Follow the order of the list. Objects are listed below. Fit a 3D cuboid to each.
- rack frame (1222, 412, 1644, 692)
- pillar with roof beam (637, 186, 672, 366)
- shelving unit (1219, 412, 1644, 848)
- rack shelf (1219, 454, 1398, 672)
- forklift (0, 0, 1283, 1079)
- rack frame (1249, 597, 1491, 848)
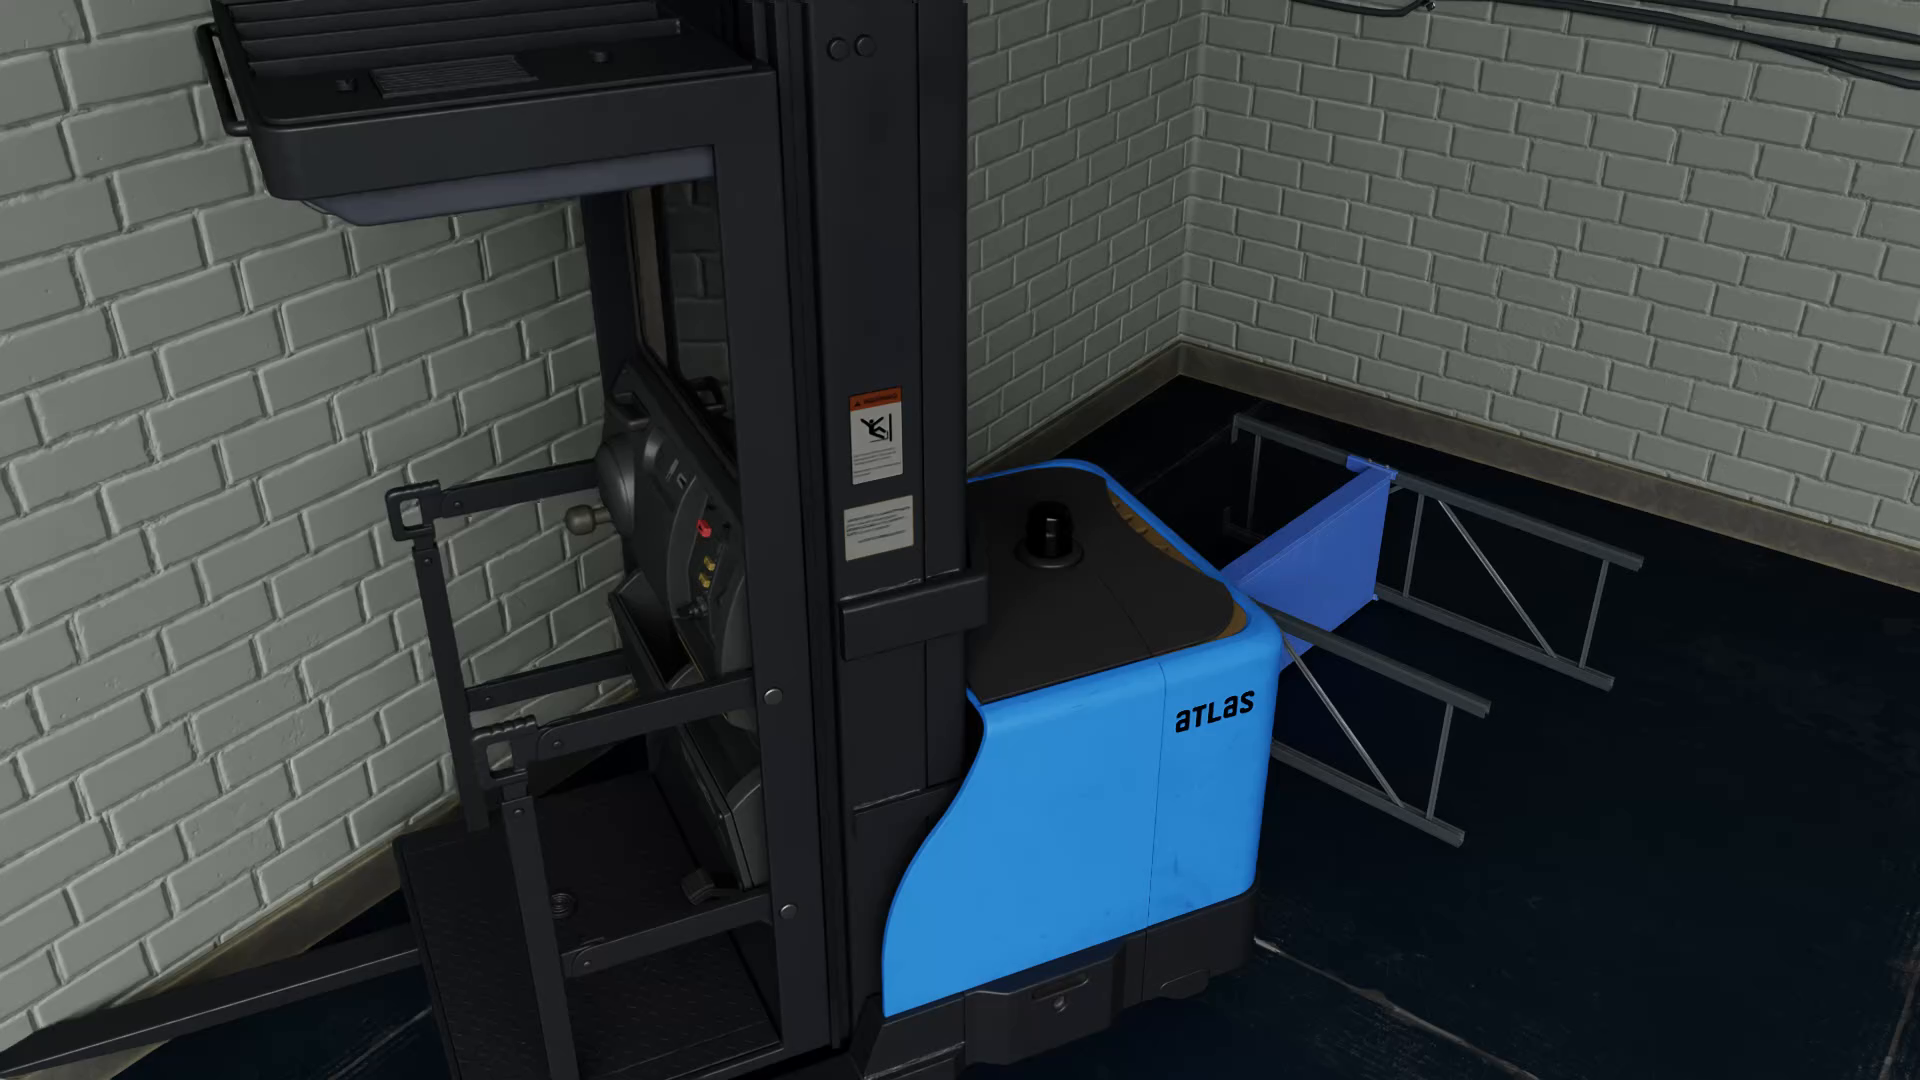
[{"bbox_3d":[1.551,0.015,5.696,1.500,0.500,0.032,25,39,35],"label":"rack frame"},{"bbox_3d":[2.725,-2.052,0.886,9.100,9.000,0.400,21,37,31],"label":"pillar with roof beam"},{"bbox_3d":[1.211,0.208,5.372,1.500,0.538,1.048,25,39,35],"label":"shelving unit"},{"bbox_3d":[1.077,0.146,5.475,0.185,0.538,1.000,25,39,35],"label":"rack shelf"},{"bbox_3d":[-0.797,-0.041,3.444,3.031,2.935,1.130,-13,33,-21],"label":"forklift"},{"bbox_3d":[0.870,0.400,5.047,1.500,0.500,0.032,25,39,35],"label":"rack frame"}]
